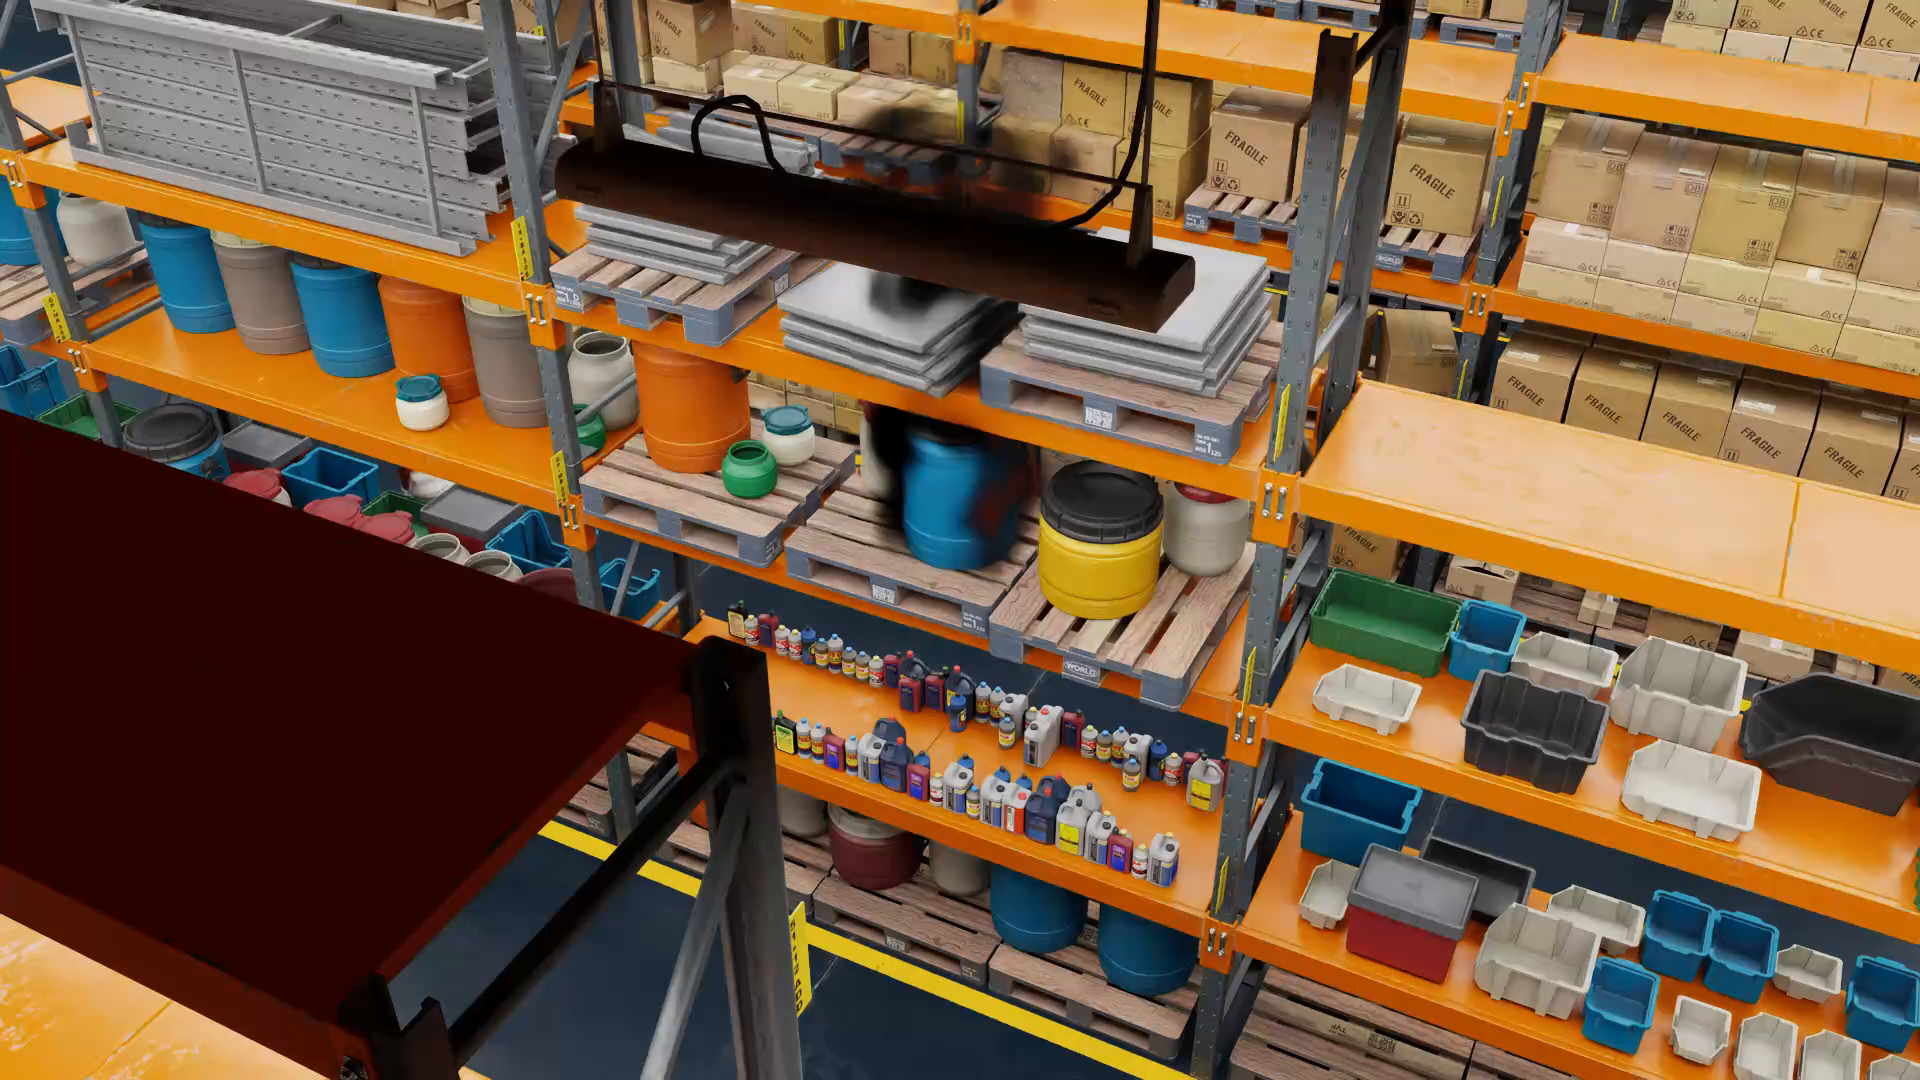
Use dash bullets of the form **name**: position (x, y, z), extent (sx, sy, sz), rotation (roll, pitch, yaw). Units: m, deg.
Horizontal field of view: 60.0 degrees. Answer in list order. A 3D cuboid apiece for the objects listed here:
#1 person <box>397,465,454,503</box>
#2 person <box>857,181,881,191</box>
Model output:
- **person**: position (-4.080, -0.433, 13.020), extent (0.763, 1.747, 0.709), rotation (13, 37, 18)
- **person**: position (-0.908, -2.887, 16.515), extent (0.712, 1.745, 0.594), rotation (16, 38, 22)
